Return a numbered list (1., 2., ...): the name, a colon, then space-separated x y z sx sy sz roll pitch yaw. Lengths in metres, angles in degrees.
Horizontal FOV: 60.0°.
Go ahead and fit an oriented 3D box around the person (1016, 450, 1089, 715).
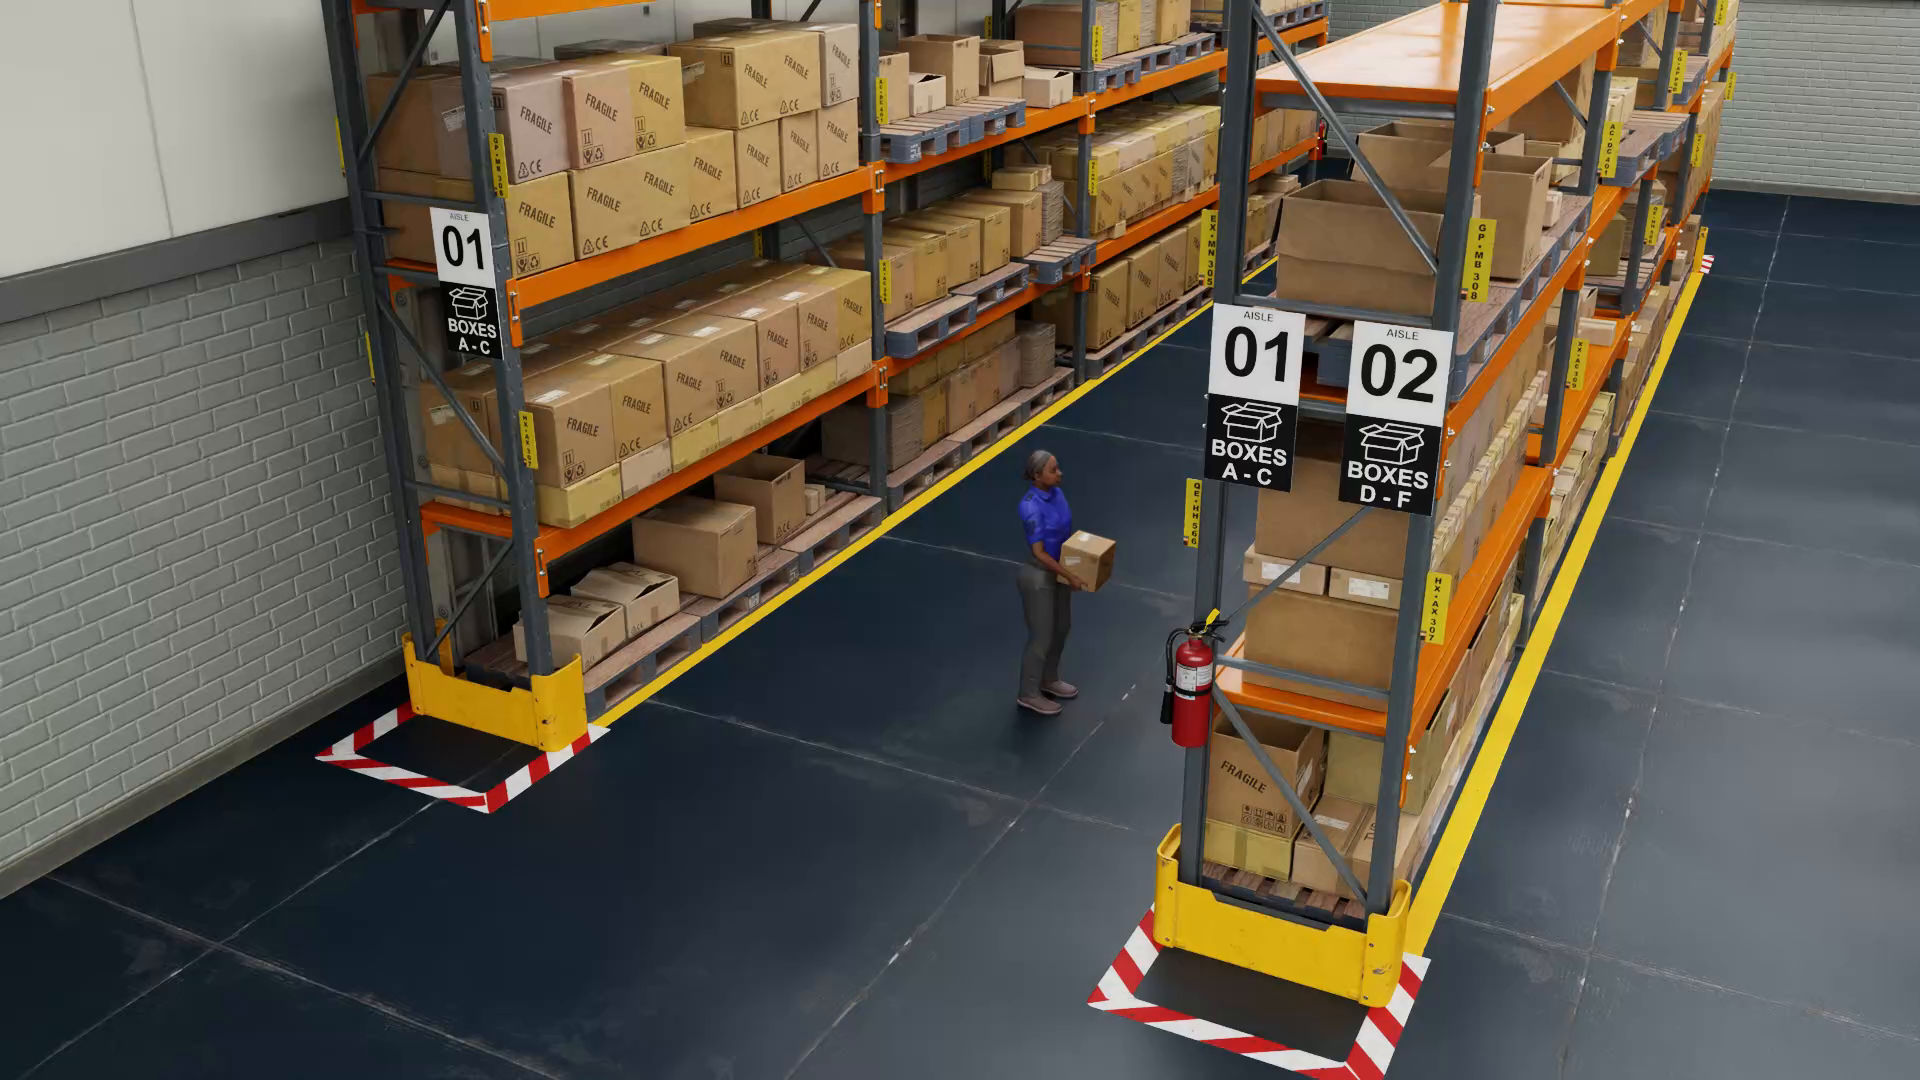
1. person: 0.600 0.257 10.139 0.523 1.646 0.450 11 25 25
